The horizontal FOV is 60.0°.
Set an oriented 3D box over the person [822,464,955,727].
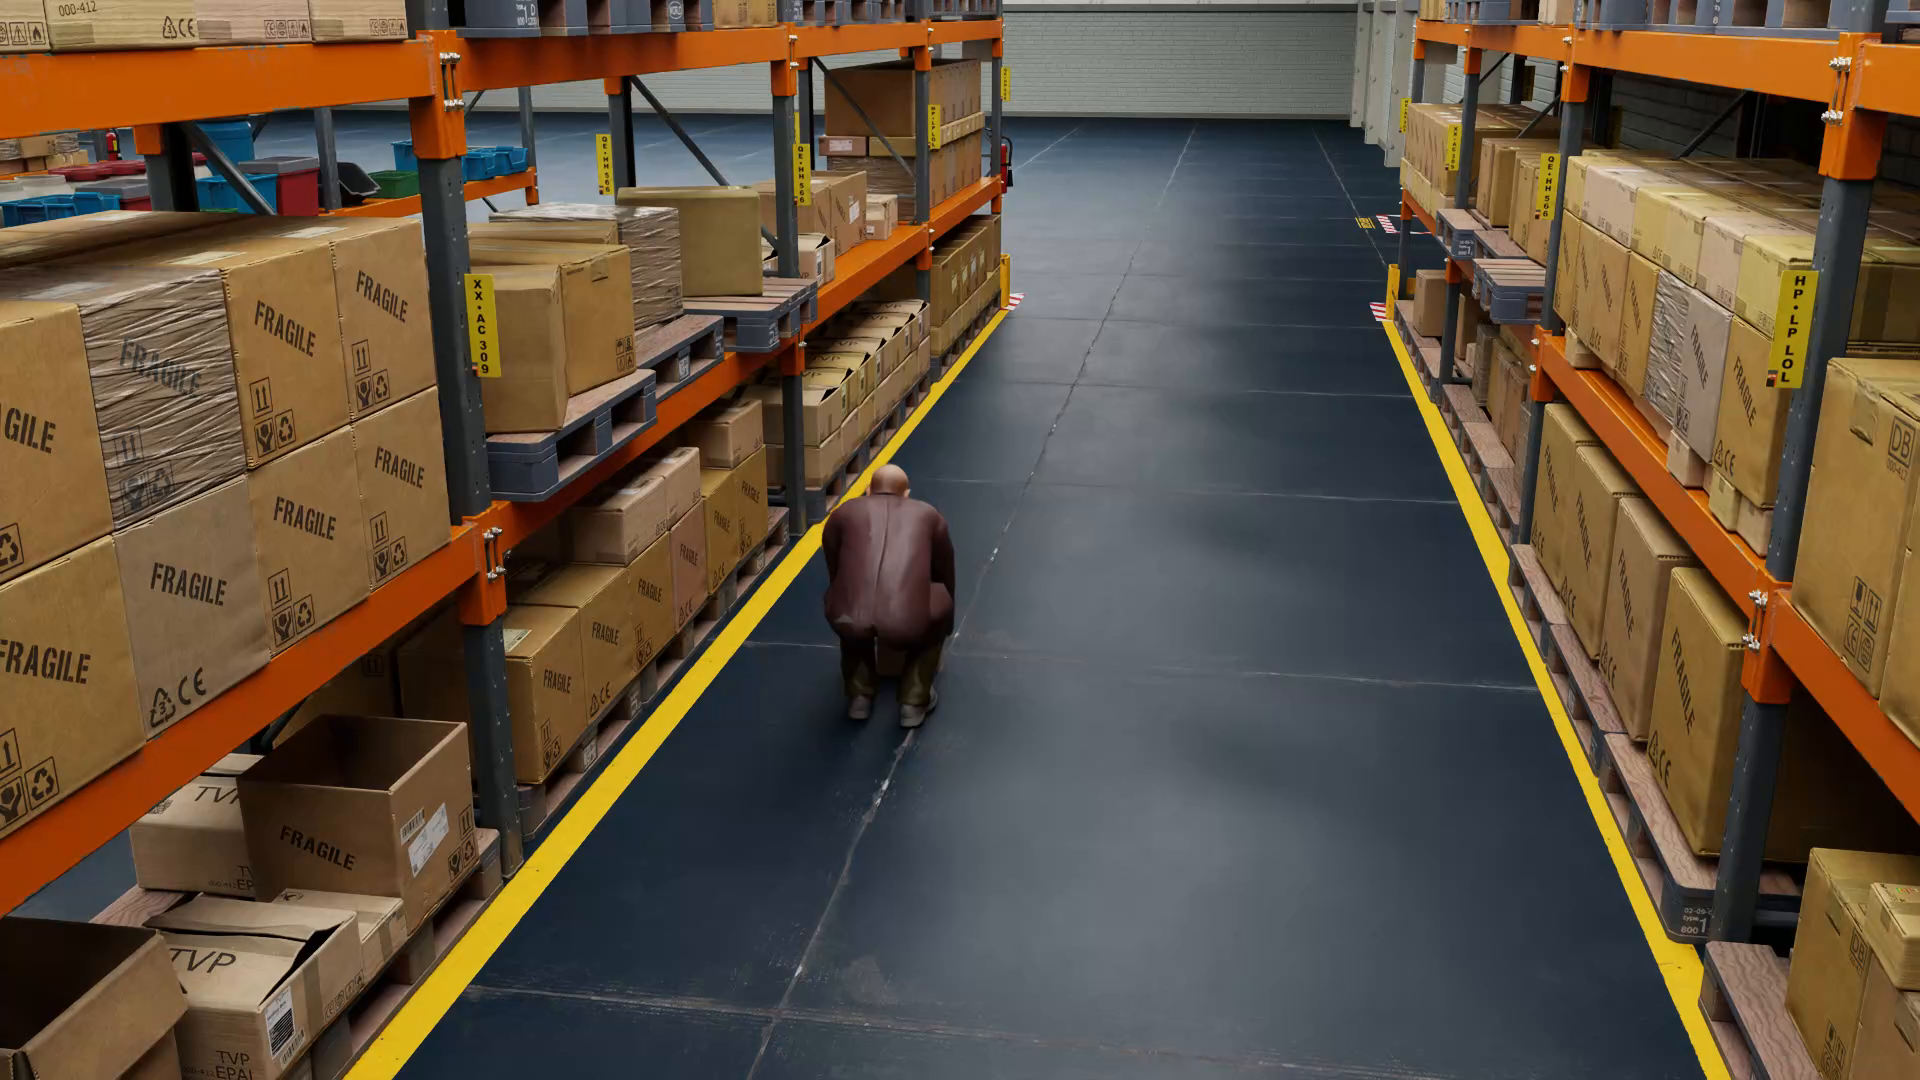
[{"bbox_3d":[-0.314,0.246,7.156,0.609,0.960,0.900,3,18,8],"label":"person"}]
